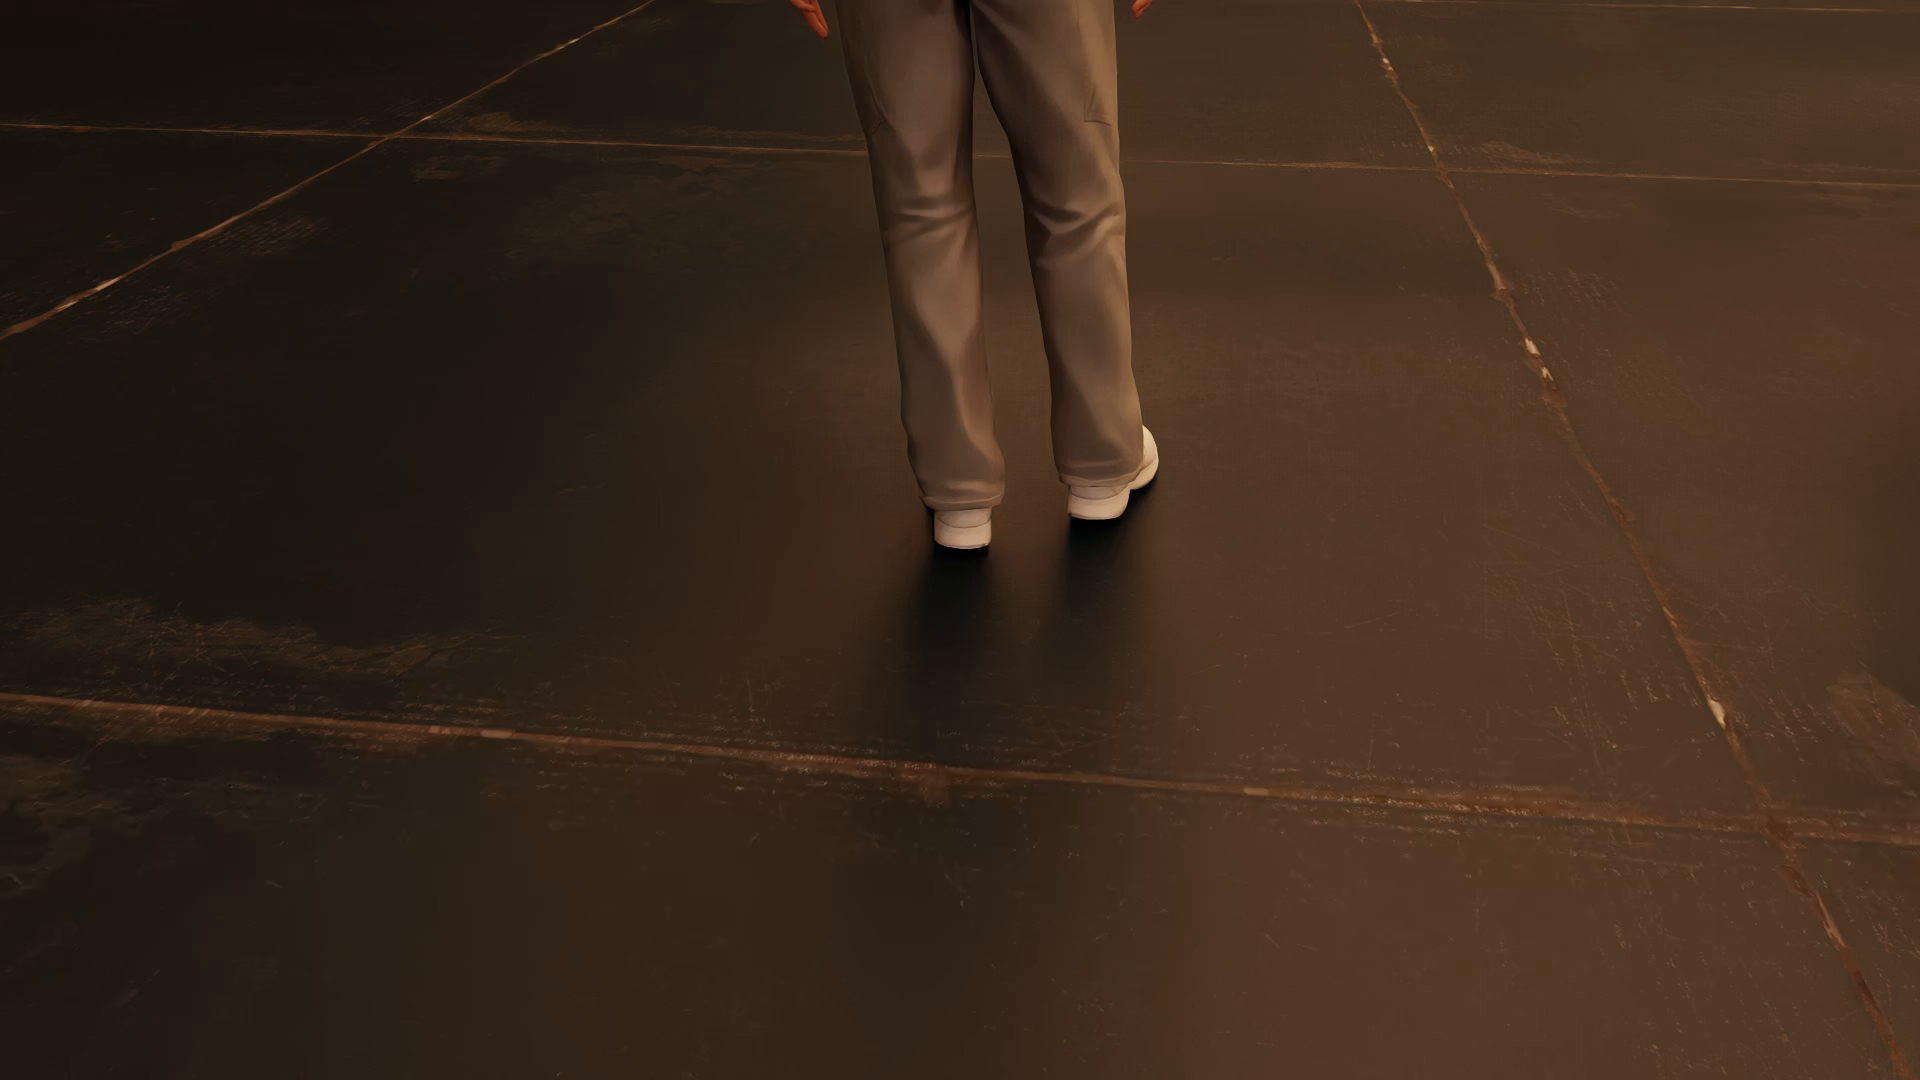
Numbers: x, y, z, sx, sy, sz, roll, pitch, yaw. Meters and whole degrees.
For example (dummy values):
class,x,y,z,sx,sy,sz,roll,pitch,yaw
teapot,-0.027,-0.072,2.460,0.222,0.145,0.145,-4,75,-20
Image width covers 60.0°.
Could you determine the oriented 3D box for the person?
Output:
class,x,y,z,sx,sy,sz,roll,pitch,yaw
person,0.023,-0.788,2.186,0.549,1.675,0.549,3,27,7
